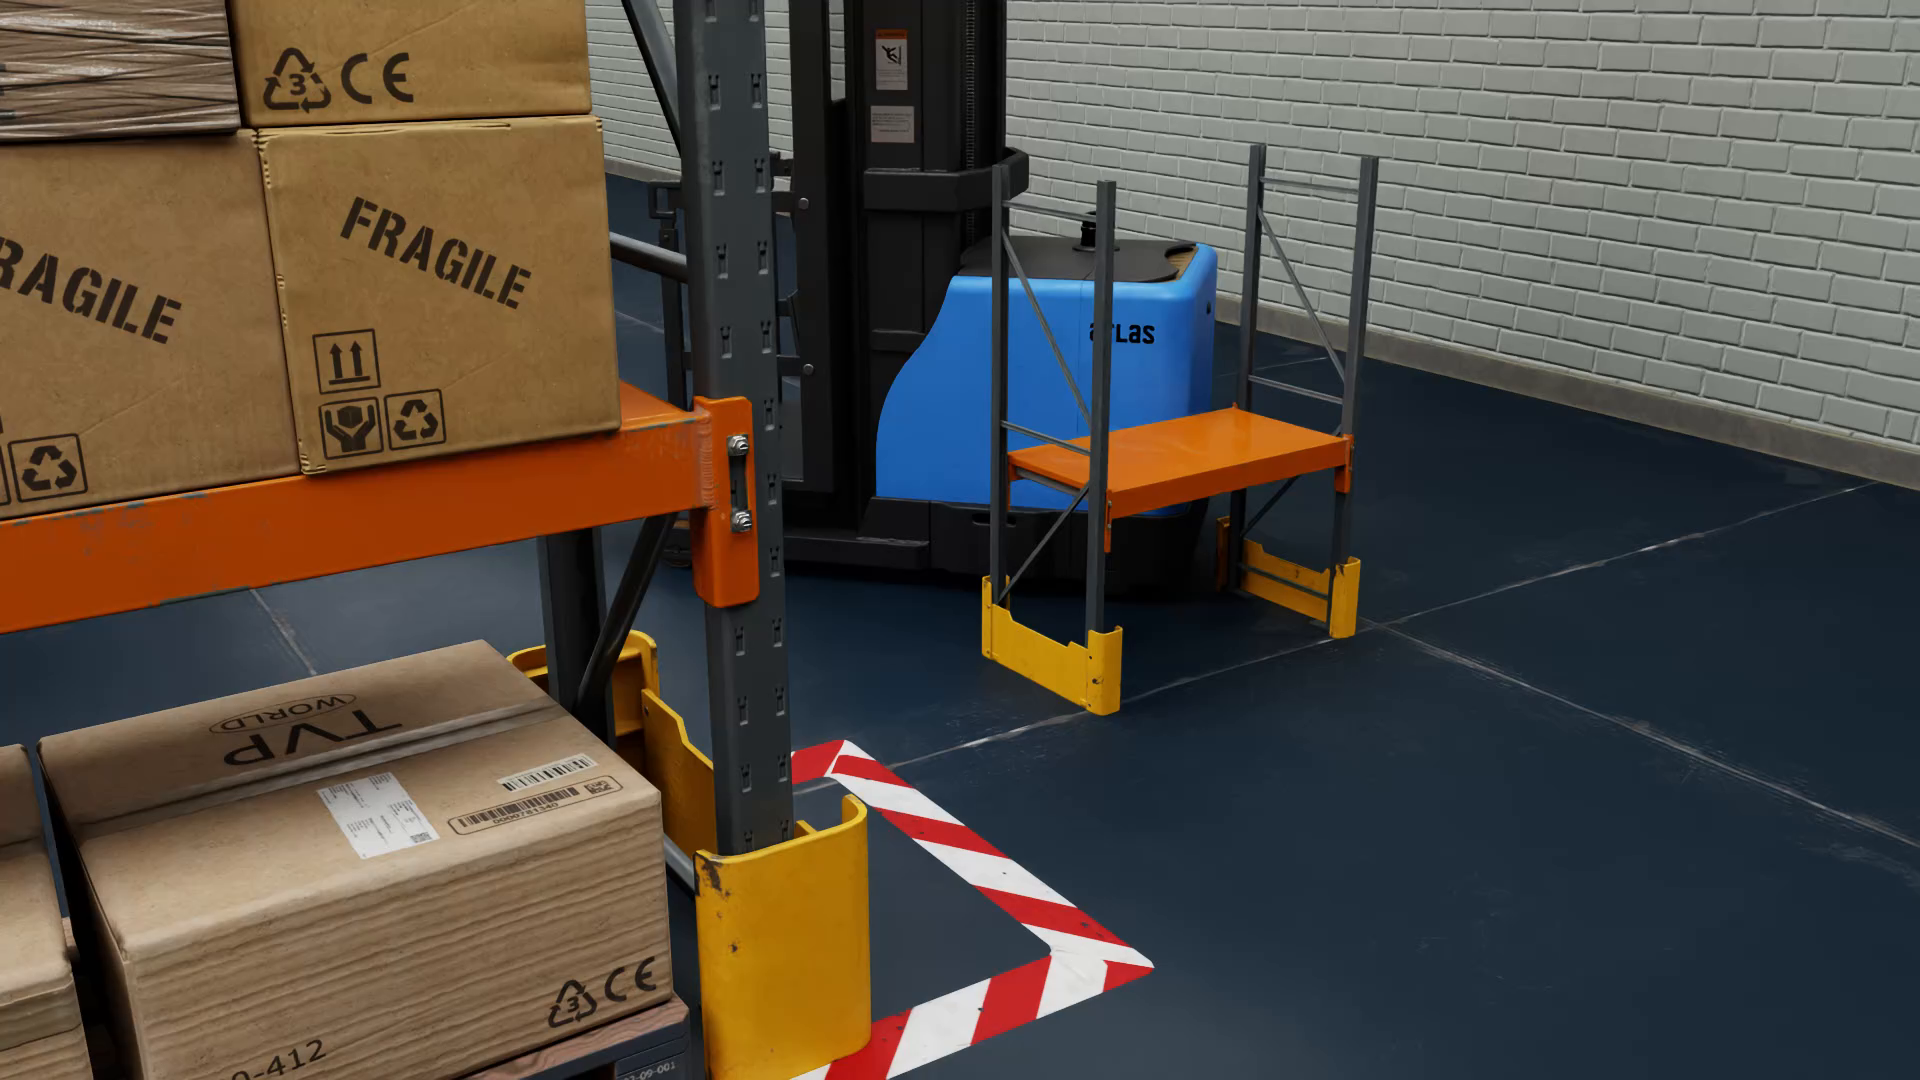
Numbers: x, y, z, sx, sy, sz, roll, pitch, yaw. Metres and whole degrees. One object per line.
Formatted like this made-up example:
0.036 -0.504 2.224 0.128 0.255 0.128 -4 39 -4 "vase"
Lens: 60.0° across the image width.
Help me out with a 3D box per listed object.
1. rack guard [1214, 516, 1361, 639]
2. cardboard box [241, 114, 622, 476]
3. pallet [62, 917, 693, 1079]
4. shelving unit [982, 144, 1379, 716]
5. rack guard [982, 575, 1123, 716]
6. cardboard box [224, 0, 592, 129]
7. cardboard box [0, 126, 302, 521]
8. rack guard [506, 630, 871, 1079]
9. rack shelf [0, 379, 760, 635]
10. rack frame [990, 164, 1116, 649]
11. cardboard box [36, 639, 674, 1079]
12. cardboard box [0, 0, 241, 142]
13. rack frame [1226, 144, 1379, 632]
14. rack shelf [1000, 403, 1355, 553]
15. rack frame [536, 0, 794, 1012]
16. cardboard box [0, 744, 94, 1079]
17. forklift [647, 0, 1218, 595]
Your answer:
1.073 0.117 5.509 0.087 0.250 0.587 -13 23 -34 "rack guard"
-0.894 -0.438 2.702 0.500 0.500 0.500 -12 22 -31 "cardboard box"
-1.261 0.936 3.147 1.213 0.211 1.003 -12 22 -31 "pallet"
0.669 -0.382 5.033 1.083 1.500 0.587 -13 23 -34 "shelving unit"
0.265 0.303 4.958 0.087 0.250 0.587 -13 23 -34 "rack guard"
-0.908 -0.919 2.563 0.500 0.500 0.500 -11 22 -30 "cardboard box"
-1.321 -0.354 2.453 0.500 0.500 0.500 -12 22 -33 "cardboard box"
-0.616 0.633 3.592 0.348 0.500 1.175 -12 22 -31 "rack guard"
-2.307 0.146 2.252 4.000 0.370 1.077 -12 22 -31 "rack shelf"
0.249 -0.285 4.747 0.032 1.500 0.500 -13 23 -34 "rack frame"
-1.133 0.611 3.099 0.875 0.438 0.875 -13 23 -33 "cardboard box"
-1.329 -0.819 2.268 0.500 0.500 0.500 -12 22 -31 "cardboard box"
1.074 -0.475 5.309 0.032 1.500 0.500 -13 23 -34 "rack frame"
0.662 -0.210 5.086 1.000 0.185 0.538 -13 23 -34 "rack shelf"
-0.636 -0.547 3.179 0.127 3.000 1.000 -12 22 -31 "rack frame"
-1.892 0.774 2.615 0.875 0.438 0.875 -11 22 -30 "cardboard box"
-0.611 -1.435 5.912 3.031 2.935 1.130 4 19 13 "forklift"
